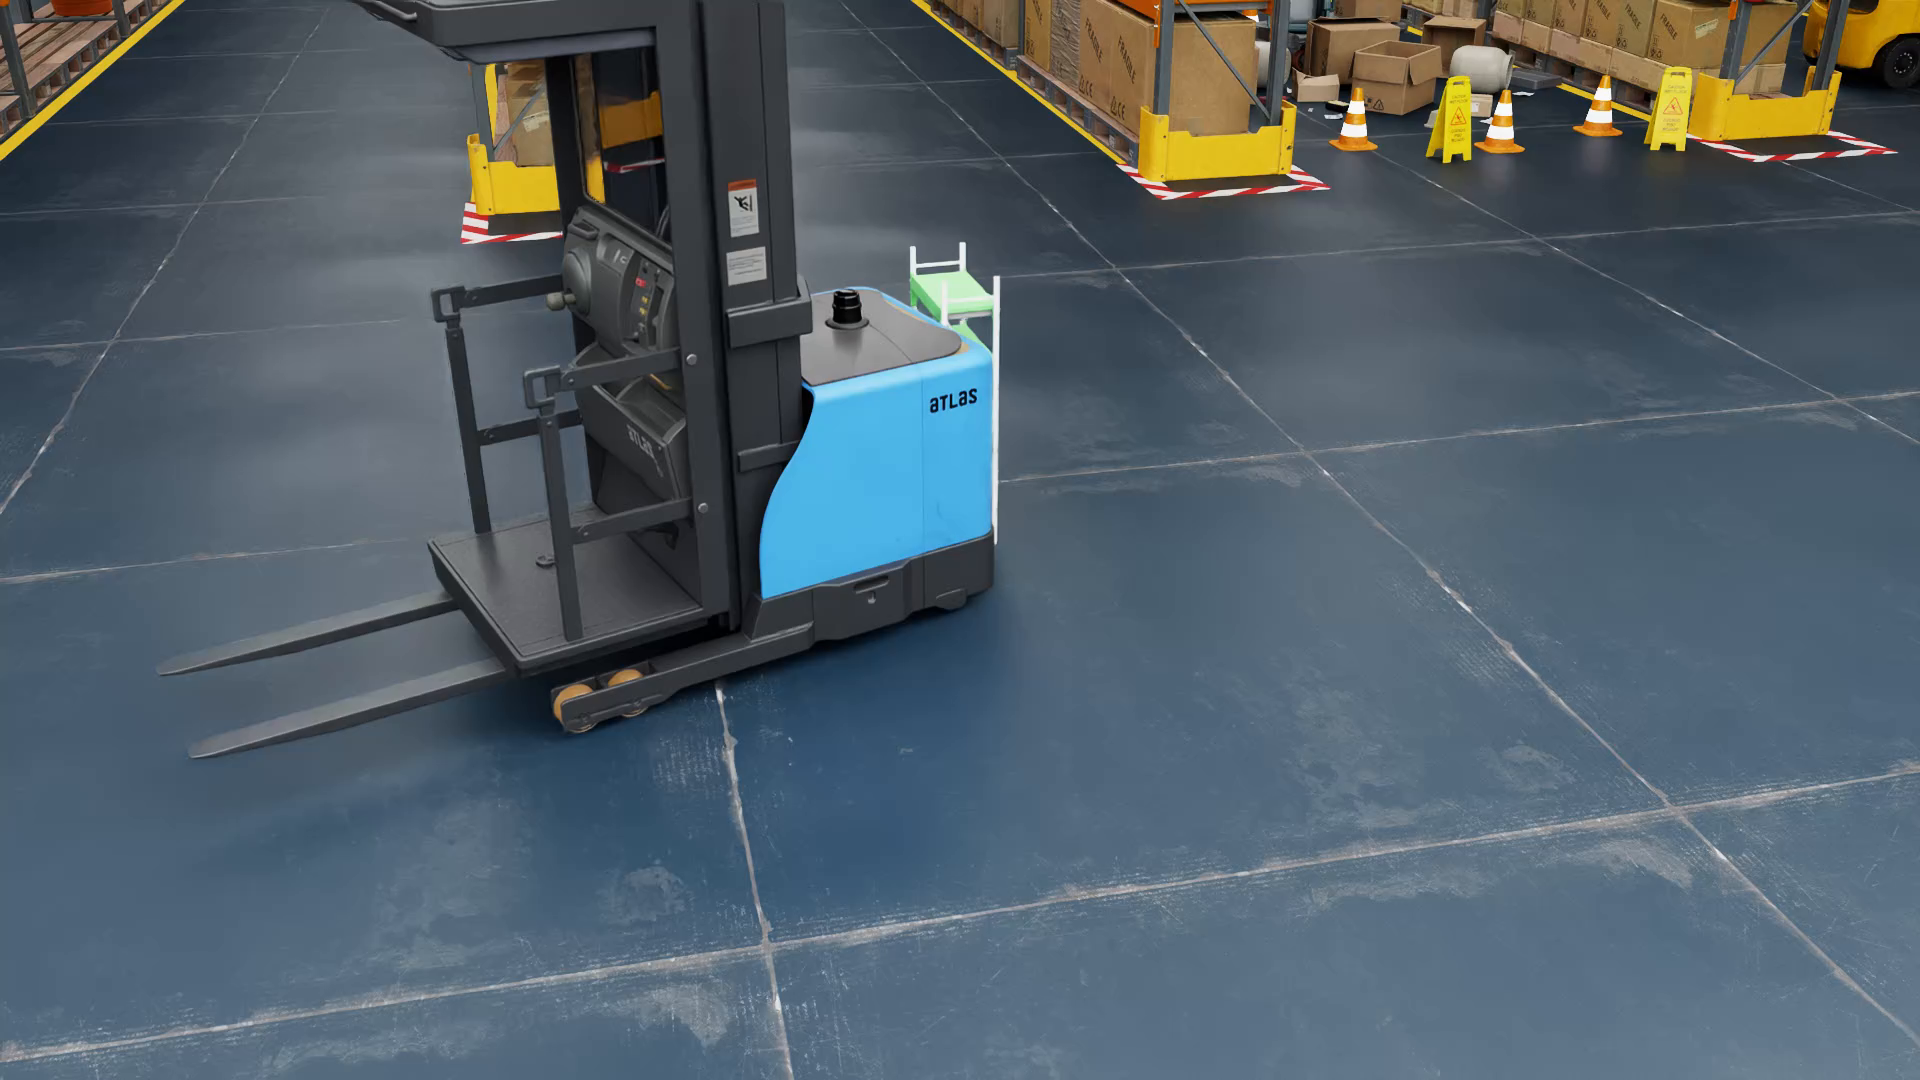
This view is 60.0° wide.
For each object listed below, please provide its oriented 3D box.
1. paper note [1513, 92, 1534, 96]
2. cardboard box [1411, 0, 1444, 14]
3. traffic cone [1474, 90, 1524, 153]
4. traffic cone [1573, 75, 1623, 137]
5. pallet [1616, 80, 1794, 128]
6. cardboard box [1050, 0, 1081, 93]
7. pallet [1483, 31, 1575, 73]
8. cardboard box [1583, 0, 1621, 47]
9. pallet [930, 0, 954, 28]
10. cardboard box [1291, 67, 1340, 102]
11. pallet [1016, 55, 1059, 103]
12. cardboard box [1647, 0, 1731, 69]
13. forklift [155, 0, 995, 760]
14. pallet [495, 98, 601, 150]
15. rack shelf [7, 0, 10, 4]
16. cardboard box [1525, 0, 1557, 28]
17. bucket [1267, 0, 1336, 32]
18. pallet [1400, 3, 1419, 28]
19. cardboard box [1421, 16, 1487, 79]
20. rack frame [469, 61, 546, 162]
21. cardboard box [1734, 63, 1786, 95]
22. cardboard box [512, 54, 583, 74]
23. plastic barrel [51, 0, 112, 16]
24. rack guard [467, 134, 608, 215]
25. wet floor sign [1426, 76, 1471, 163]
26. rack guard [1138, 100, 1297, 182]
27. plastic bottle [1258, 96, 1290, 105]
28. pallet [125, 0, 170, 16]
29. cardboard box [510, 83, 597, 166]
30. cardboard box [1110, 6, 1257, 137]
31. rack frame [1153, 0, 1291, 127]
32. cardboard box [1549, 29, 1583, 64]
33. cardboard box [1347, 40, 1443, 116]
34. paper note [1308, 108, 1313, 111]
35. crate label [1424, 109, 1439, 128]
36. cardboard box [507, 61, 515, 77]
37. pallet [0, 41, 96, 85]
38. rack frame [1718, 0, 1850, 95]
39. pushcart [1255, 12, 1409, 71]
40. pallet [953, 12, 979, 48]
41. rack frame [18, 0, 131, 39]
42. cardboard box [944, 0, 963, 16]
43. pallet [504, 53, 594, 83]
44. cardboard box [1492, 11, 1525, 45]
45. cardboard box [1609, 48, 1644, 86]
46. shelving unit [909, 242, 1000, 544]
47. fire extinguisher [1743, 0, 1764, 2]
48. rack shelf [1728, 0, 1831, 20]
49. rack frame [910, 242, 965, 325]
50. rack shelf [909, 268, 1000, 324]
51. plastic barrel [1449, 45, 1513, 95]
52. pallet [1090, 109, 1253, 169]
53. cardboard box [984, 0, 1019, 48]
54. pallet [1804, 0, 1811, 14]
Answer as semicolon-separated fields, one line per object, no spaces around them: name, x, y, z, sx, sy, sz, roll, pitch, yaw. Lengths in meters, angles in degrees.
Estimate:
paper note;5.232;-4.148;15.435;0.142;0.019;0.148;-16;31;-29
cardboard box;5.581;-6.066;18.389;0.950;0.372;0.625;-4;27;-8
traffic cone;4.409;-3.414;13.499;0.336;0.463;0.334;-6;27;-12
traffic cone;5.414;-3.676;14.018;0.336;0.463;0.334;-6;27;-12
pallet;6.602;-3.899;14.741;1.003;0.211;1.213;-6;27;-12
cardboard box;1.347;-4.520;14.767;0.875;0.875;0.875;-6;27;-11
pallet;6.052;-4.970;16.863;1.003;0.211;1.213;-6;27;-12
cardboard box;6.106;-4.821;15.226;0.500;0.500;0.500;-7;28;-13
pallet;0.269;-6.117;19.134;1.003;0.211;1.213;-6;27;-12
cardboard box;3.248;-4.171;15.219;0.396;0.266;0.258;-1;27;-3
pallet;1.162;-4.373;15.679;1.003;0.211;1.213;-6;27;-12
cardboard box;6.333;-4.370;14.333;0.500;0.500;0.500;-6;27;-11
forklift;-1.381;-0.897;5.775;3.031;2.935;1.130;-16;31;-29
pallet;-3.324;-3.427;13.806;1.003;0.211;1.213;-6;27;-12
rack shelf;-9.065;-5.554;15.723;1.077;0.370;4.000;-6;27;-12
cardboard box;5.869;-5.281;16.137;0.500;0.500;0.500;-5;27;-10
bucket;3.343;-5.351;16.468;0.726;0.611;0.620;3;17;6
pallet;5.411;-6.140;19.180;1.003;0.211;1.213;-6;27;-12
cardboard box;4.782;-4.783;16.168;0.500;0.500;0.500;13;30;24
rack frame;-2.887;-3.744;11.339;1.000;3.000;0.127;-6;27;-12
cardboard box;6.856;-4.092;14.615;0.500;0.250;0.500;-6;27;-12
cardboard box;-3.302;-3.627;13.415;0.500;0.500;0.500;-3;27;-7
plastic barrel;-9.642;-6.185;18.117;0.600;0.830;0.708;-6;27;-12
rack guard;-2.904;-2.661;11.968;1.175;0.500;0.348;-6;27;-12
wet floor sign;3.904;-3.341;13.152;0.267;0.644;0.232;-11;29;-20
rack guard;1.973;-3.077;12.791;1.175;0.500;0.348;-6;27;-12
plastic bottle;2.859;-4.002;15.110;0.283;0.061;0.133;-16;31;-29
pallet;-10.005;-6.385;19.665;1.003;0.211;1.213;-6;27;-12
cardboard box;-3.012;-3.091;12.354;0.500;0.500;0.500;-1;27;-2
cardboard box;1.751;-3.733;13.209;0.875;0.875;0.875;-6;27;-11
rack frame;1.968;-4.203;12.249;1.000;3.000;0.127;-6;27;-12
cardboard box;5.990;-4.714;15.846;0.500;0.250;0.500;-6;27;-12
cardboard box;3.906;-4.150;14.913;0.637;0.503;0.797;19;32;32
paper note;3.131;-3.841;14.849;0.032;0.001;0.123;8;28;15
crate label;4.172;-3.607;14.244;0.250;0.136;0.298;-23;35;-38
cardboard box;-3.601;-4.141;14.434;0.500;0.500;0.500;2;27;5
pallet;-9.107;-4.630;16.188;1.003;0.211;1.213;-6;27;-12
rack frame;6.768;-4.750;13.332;1.000;3.000;0.127;-6;27;-12
pushcart;3.656;-5.082;16.900;1.648;0.377;0.936;-16;31;-29
pallet;0.541;-5.582;18.075;1.003;0.211;1.213;-6;27;-12
rack frame;-9.516;-6.753;17.300;1.000;3.000;0.127;-6;27;-12
cardboard box;0.415;-6.238;18.312;1.050;0.750;0.750;-6;27;-11
pallet;-3.965;-4.597;16.123;1.003;0.211;1.213;-6;27;-12
cardboard box;5.736;-5.180;16.769;0.500;0.250;0.500;-7;28;-14
cardboard box;6.215;-4.266;14.958;0.500;0.250;0.500;-6;27;-11
shelving unit;-0.027;-0.613;7.133;0.258;1.200;0.503;-7;28;-14
fire extinguisher;6.345;-4.619;13.158;0.296;0.674;0.183;-6;27;-12
rack shelf;6.317;-5.307;15.234;1.077;0.370;4.000;-6;27;-12
rack frame;-0.095;-0.719;7.342;0.240;1.200;0.015;-7;28;-14
rack shelf;-0.027;-0.984;6.945;0.258;0.148;0.480;-7;28;-14
plastic barrel;4.827;-4.353;15.405;0.512;0.421;0.421;13;30;24
pallet;1.712;-3.301;13.557;1.003;0.211;1.213;-6;27;-12
cardboard box;0.839;-5.406;16.662;1.050;0.750;0.750;-6;27;-12
pallet;10.498;-6.087;19.075;1.003;0.211;1.213;-6;27;-12
